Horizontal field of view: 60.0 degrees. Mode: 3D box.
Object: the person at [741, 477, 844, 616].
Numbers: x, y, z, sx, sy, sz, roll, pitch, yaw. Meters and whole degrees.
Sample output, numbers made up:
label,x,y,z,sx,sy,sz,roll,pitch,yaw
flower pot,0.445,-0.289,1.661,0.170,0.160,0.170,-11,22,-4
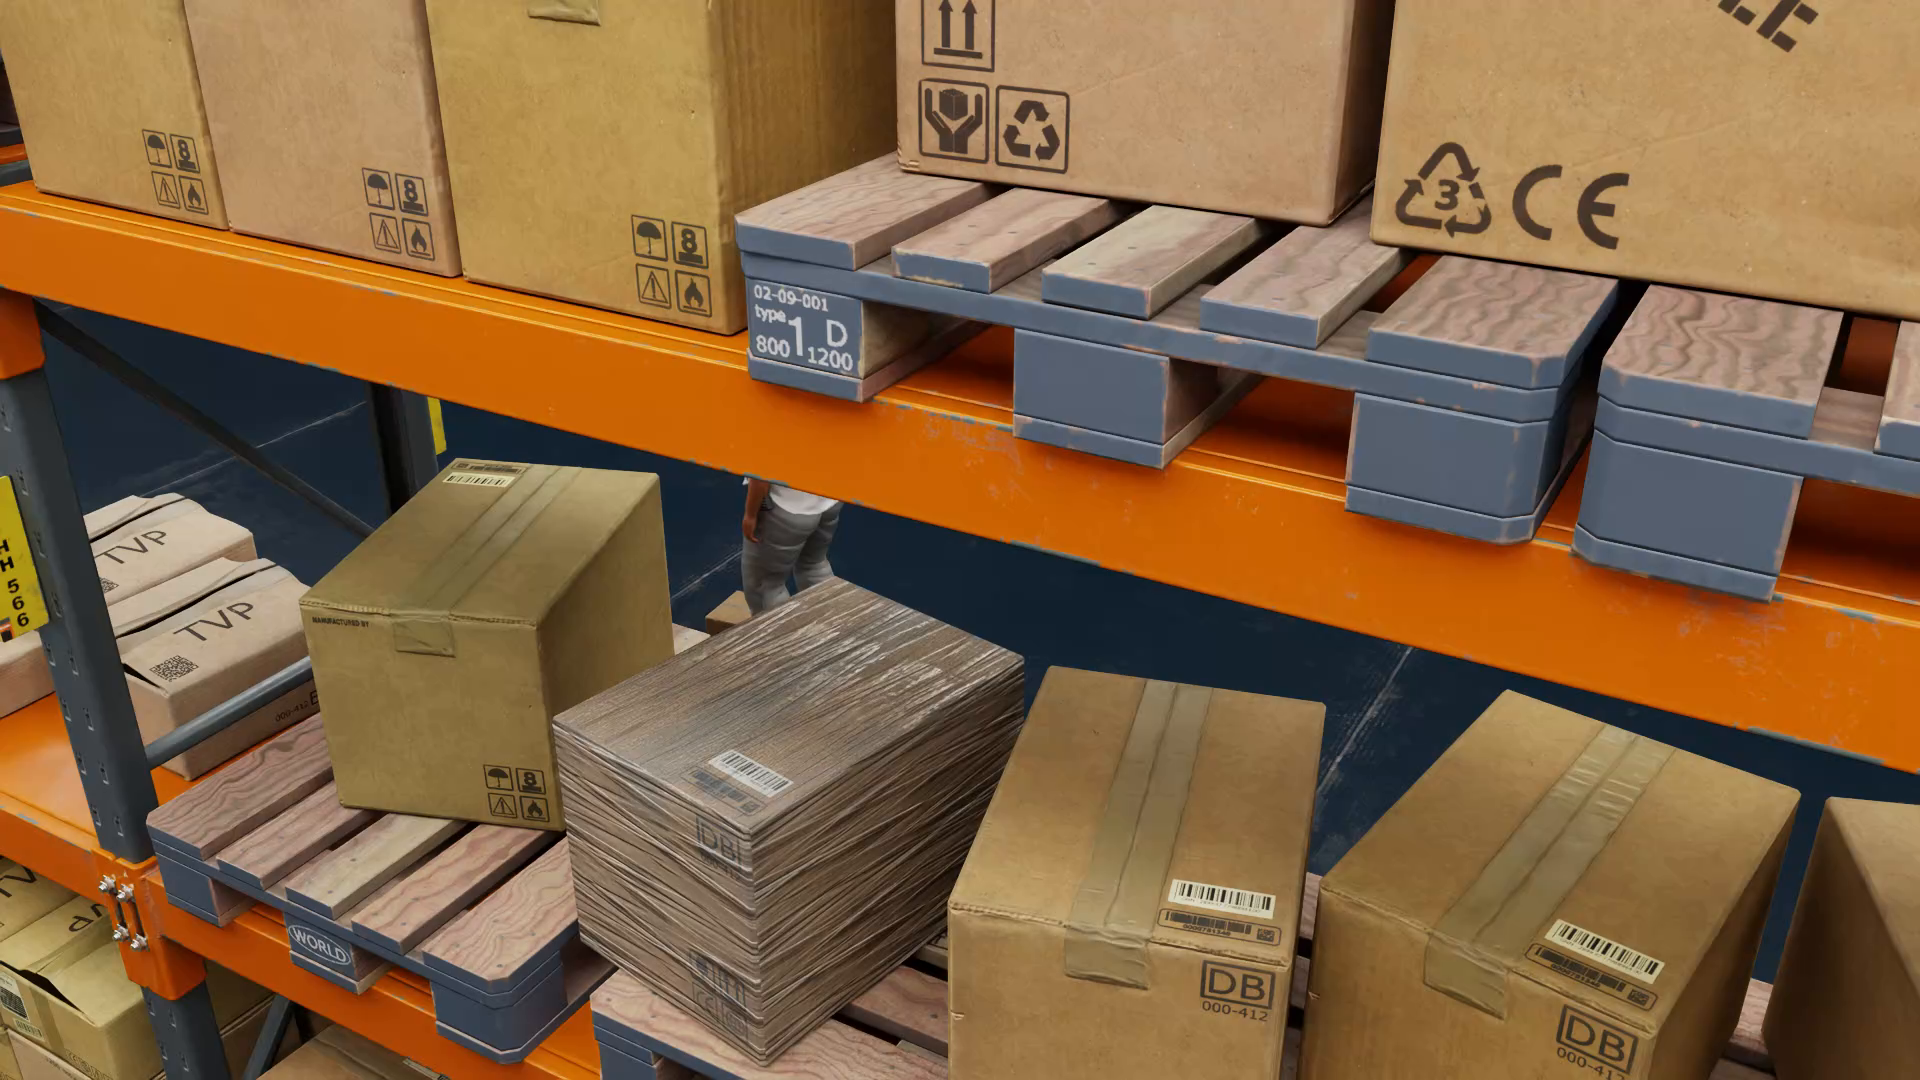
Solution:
label,x,y,z,sx,sy,sz,roll,pitch,yaw
person,-0.679,-0.187,6.481,0.466,1.665,0.543,13,29,24
